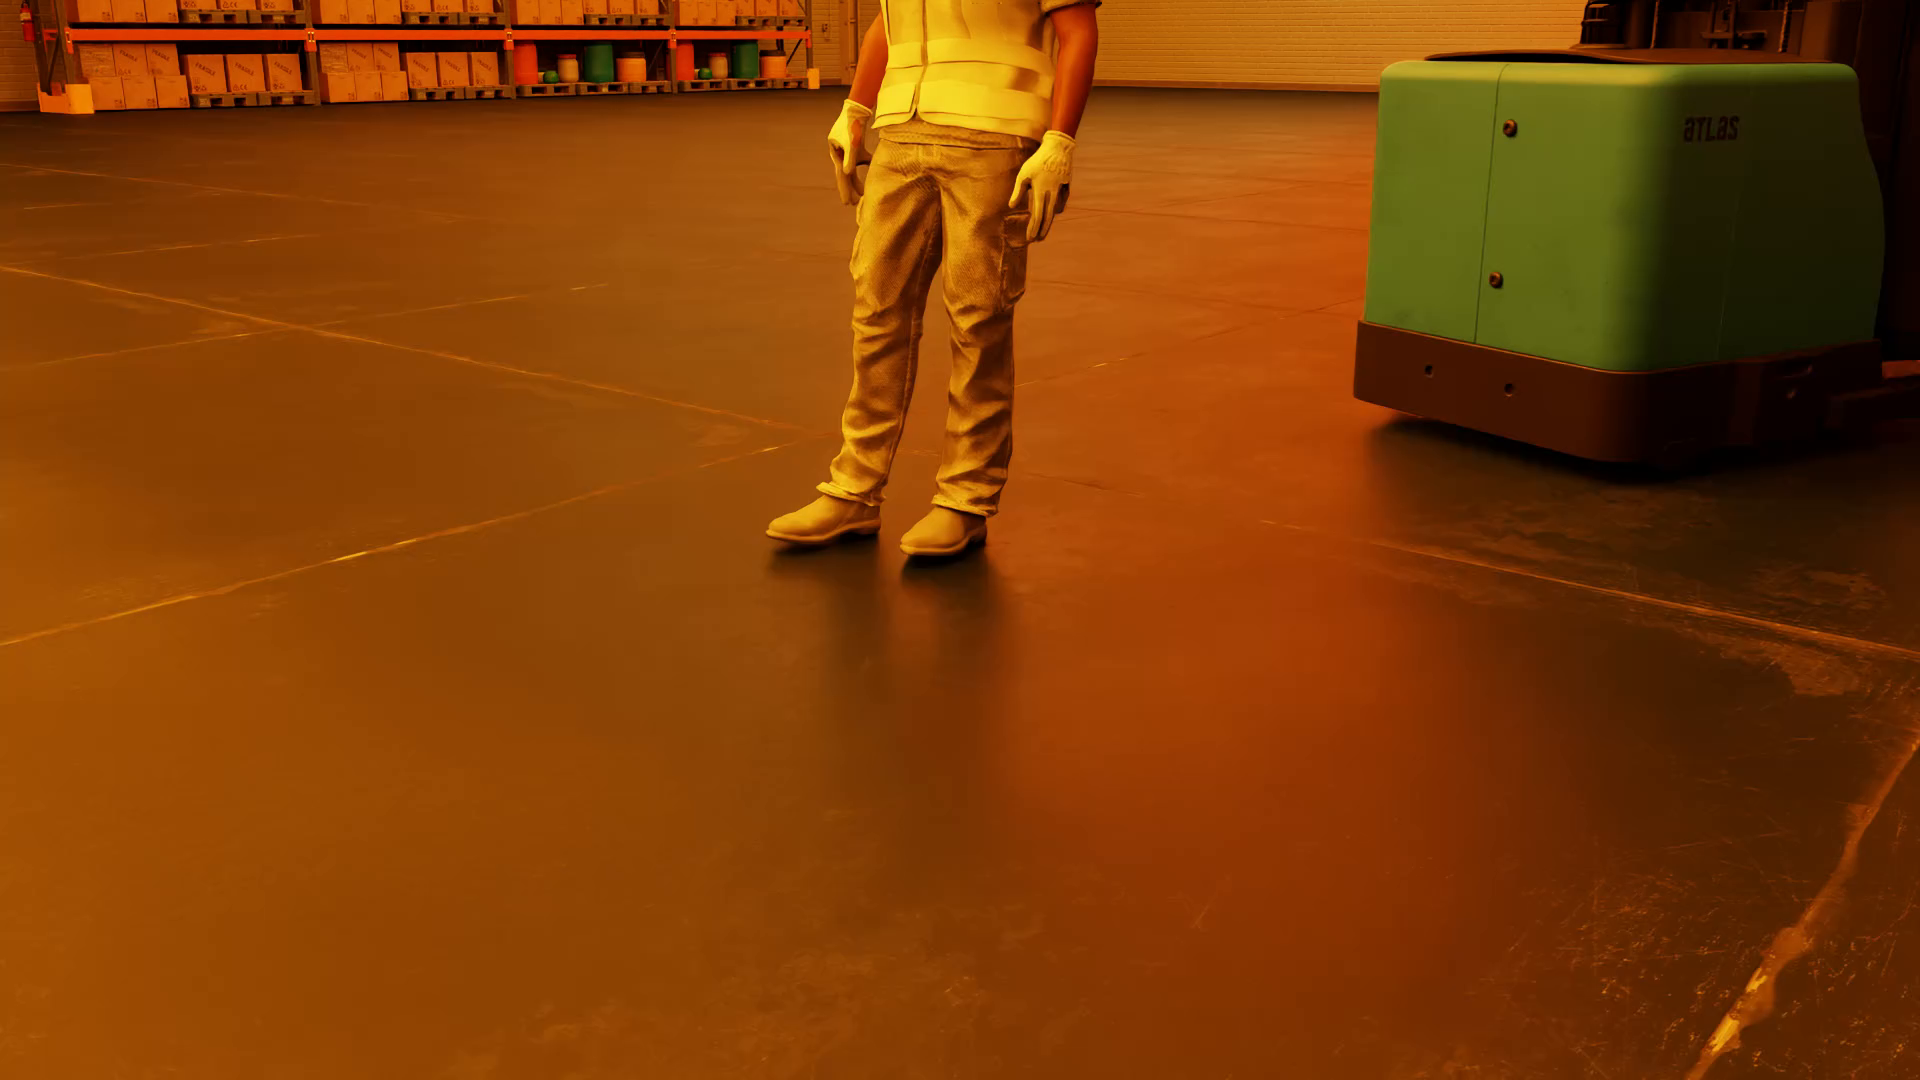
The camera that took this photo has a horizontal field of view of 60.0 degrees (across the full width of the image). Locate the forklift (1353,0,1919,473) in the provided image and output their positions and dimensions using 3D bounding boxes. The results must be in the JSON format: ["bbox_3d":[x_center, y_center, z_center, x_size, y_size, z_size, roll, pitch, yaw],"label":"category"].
[{"bbox_3d":[2.755,-1.875,5.071,3.031,2.935,1.130,-9,19,-28],"label":"forklift"}]

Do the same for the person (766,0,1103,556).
[{"bbox_3d":[-0.052,-0.845,3.632,0.656,1.784,0.575,13,21,37],"label":"person"}]
